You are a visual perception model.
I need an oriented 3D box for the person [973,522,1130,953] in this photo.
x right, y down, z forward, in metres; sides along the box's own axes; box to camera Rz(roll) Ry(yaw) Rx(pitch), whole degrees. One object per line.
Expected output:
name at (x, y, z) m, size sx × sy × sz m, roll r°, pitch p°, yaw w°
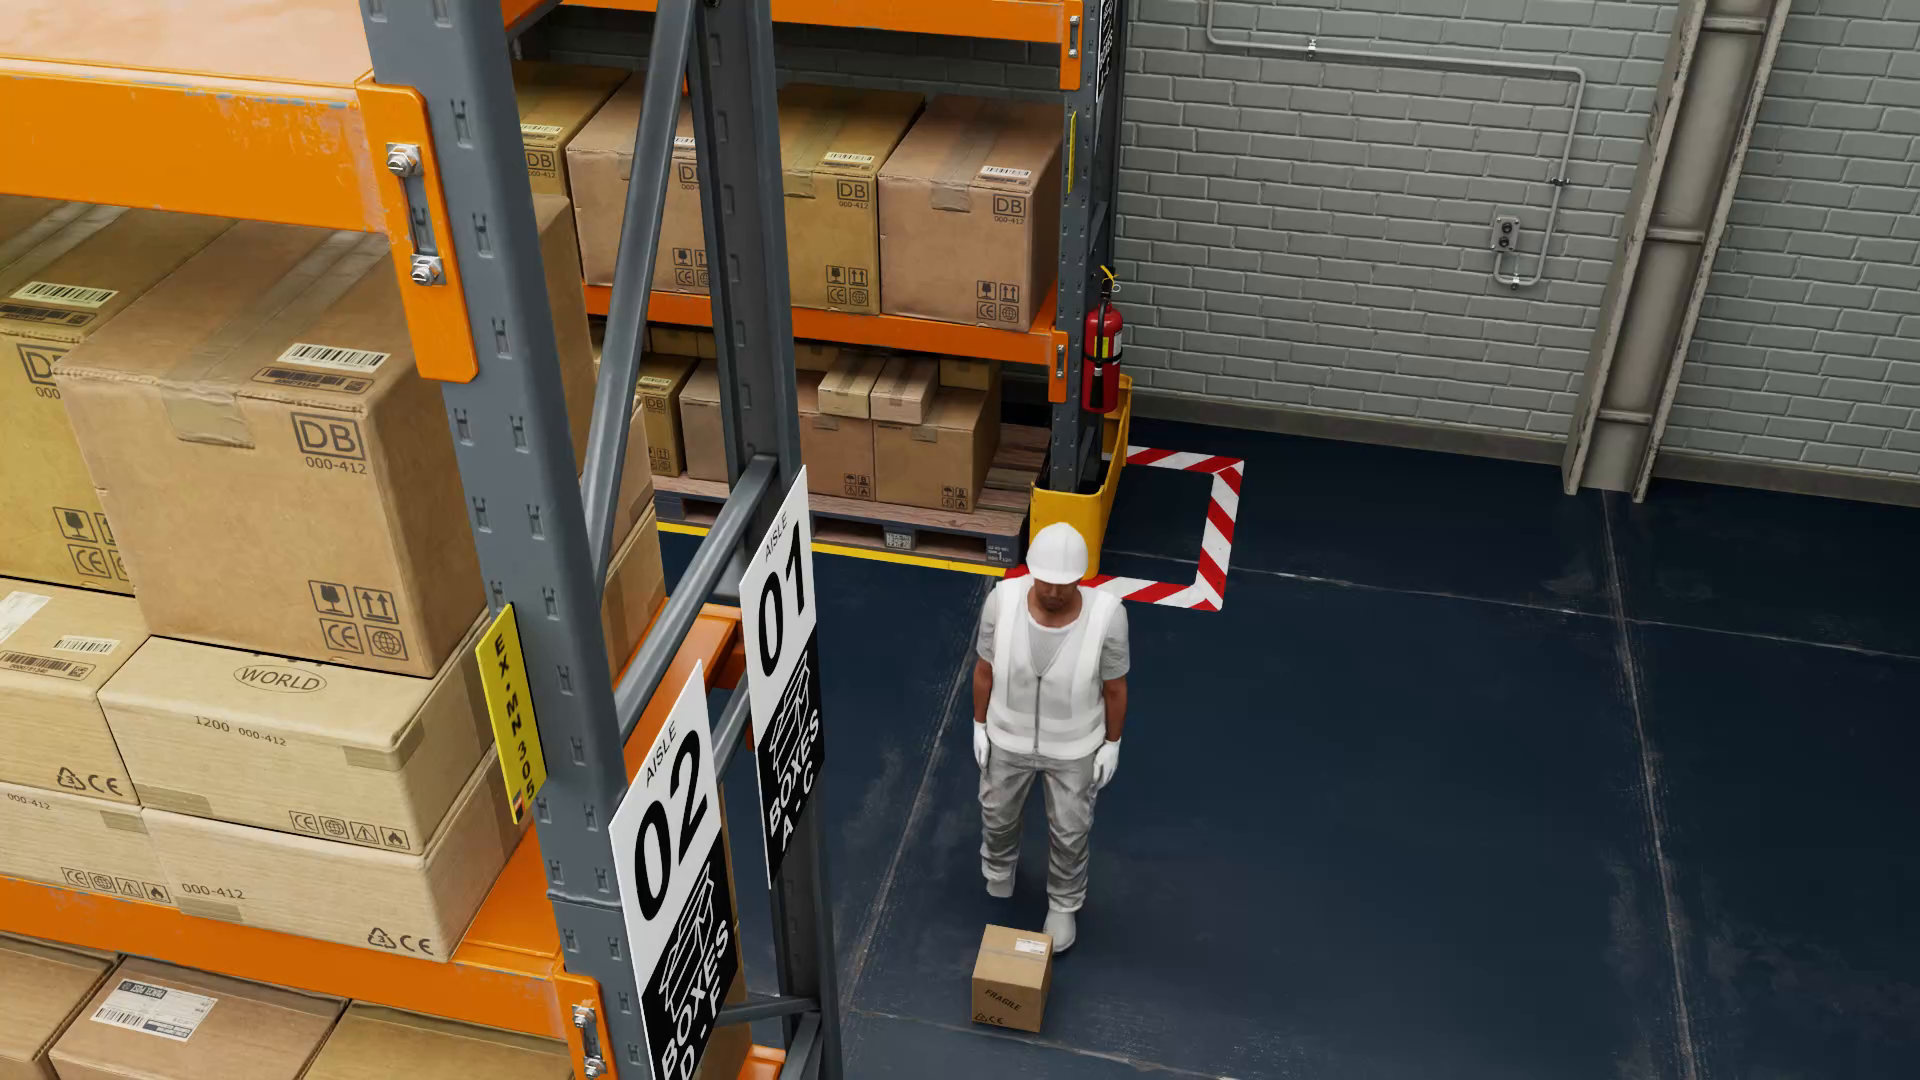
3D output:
person at (0.305, 0.745, 5.993) m, size 0.554 × 1.834 × 0.450 m, roll 8°, pitch 37°, yaw 11°
